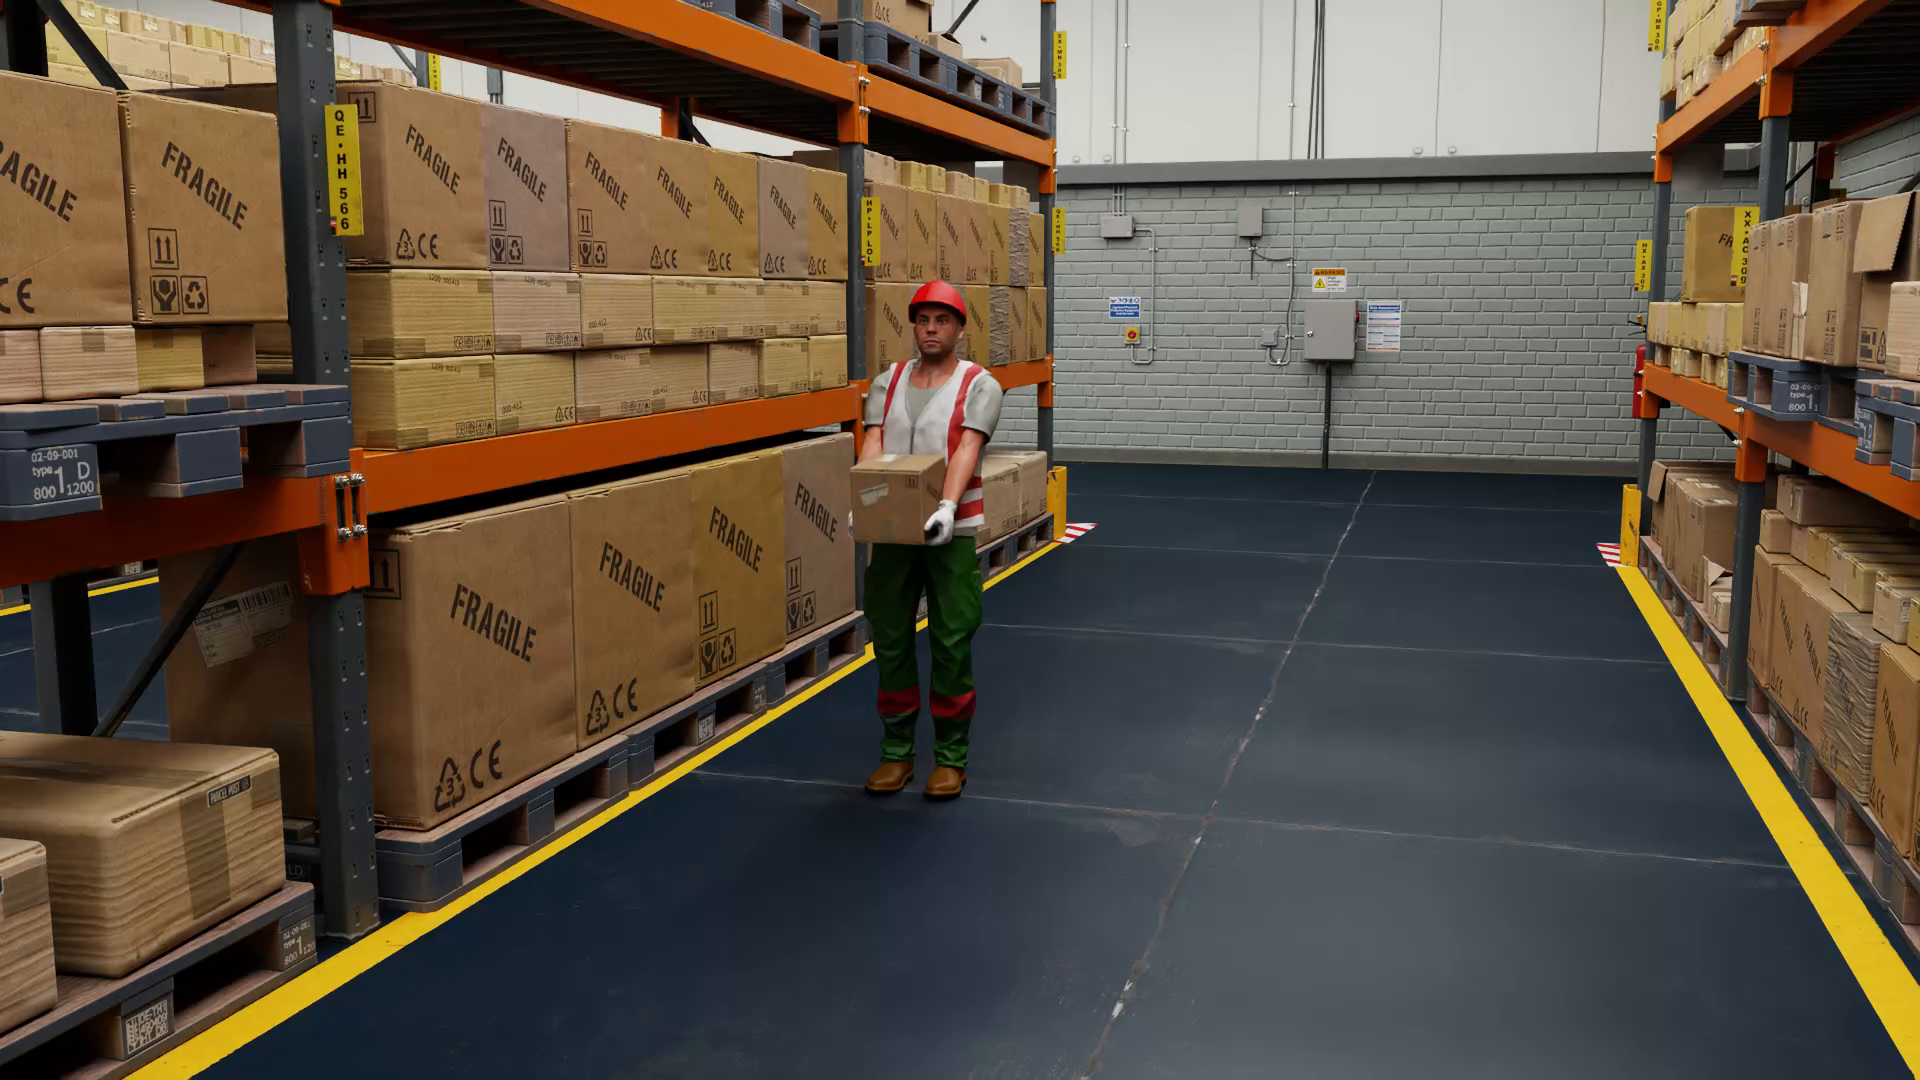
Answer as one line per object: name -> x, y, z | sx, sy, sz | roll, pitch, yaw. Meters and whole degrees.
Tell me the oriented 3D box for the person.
person -> -0.102, -0.007, 5.830 | 0.612, 1.778, 0.451 | 2, 8, 13
